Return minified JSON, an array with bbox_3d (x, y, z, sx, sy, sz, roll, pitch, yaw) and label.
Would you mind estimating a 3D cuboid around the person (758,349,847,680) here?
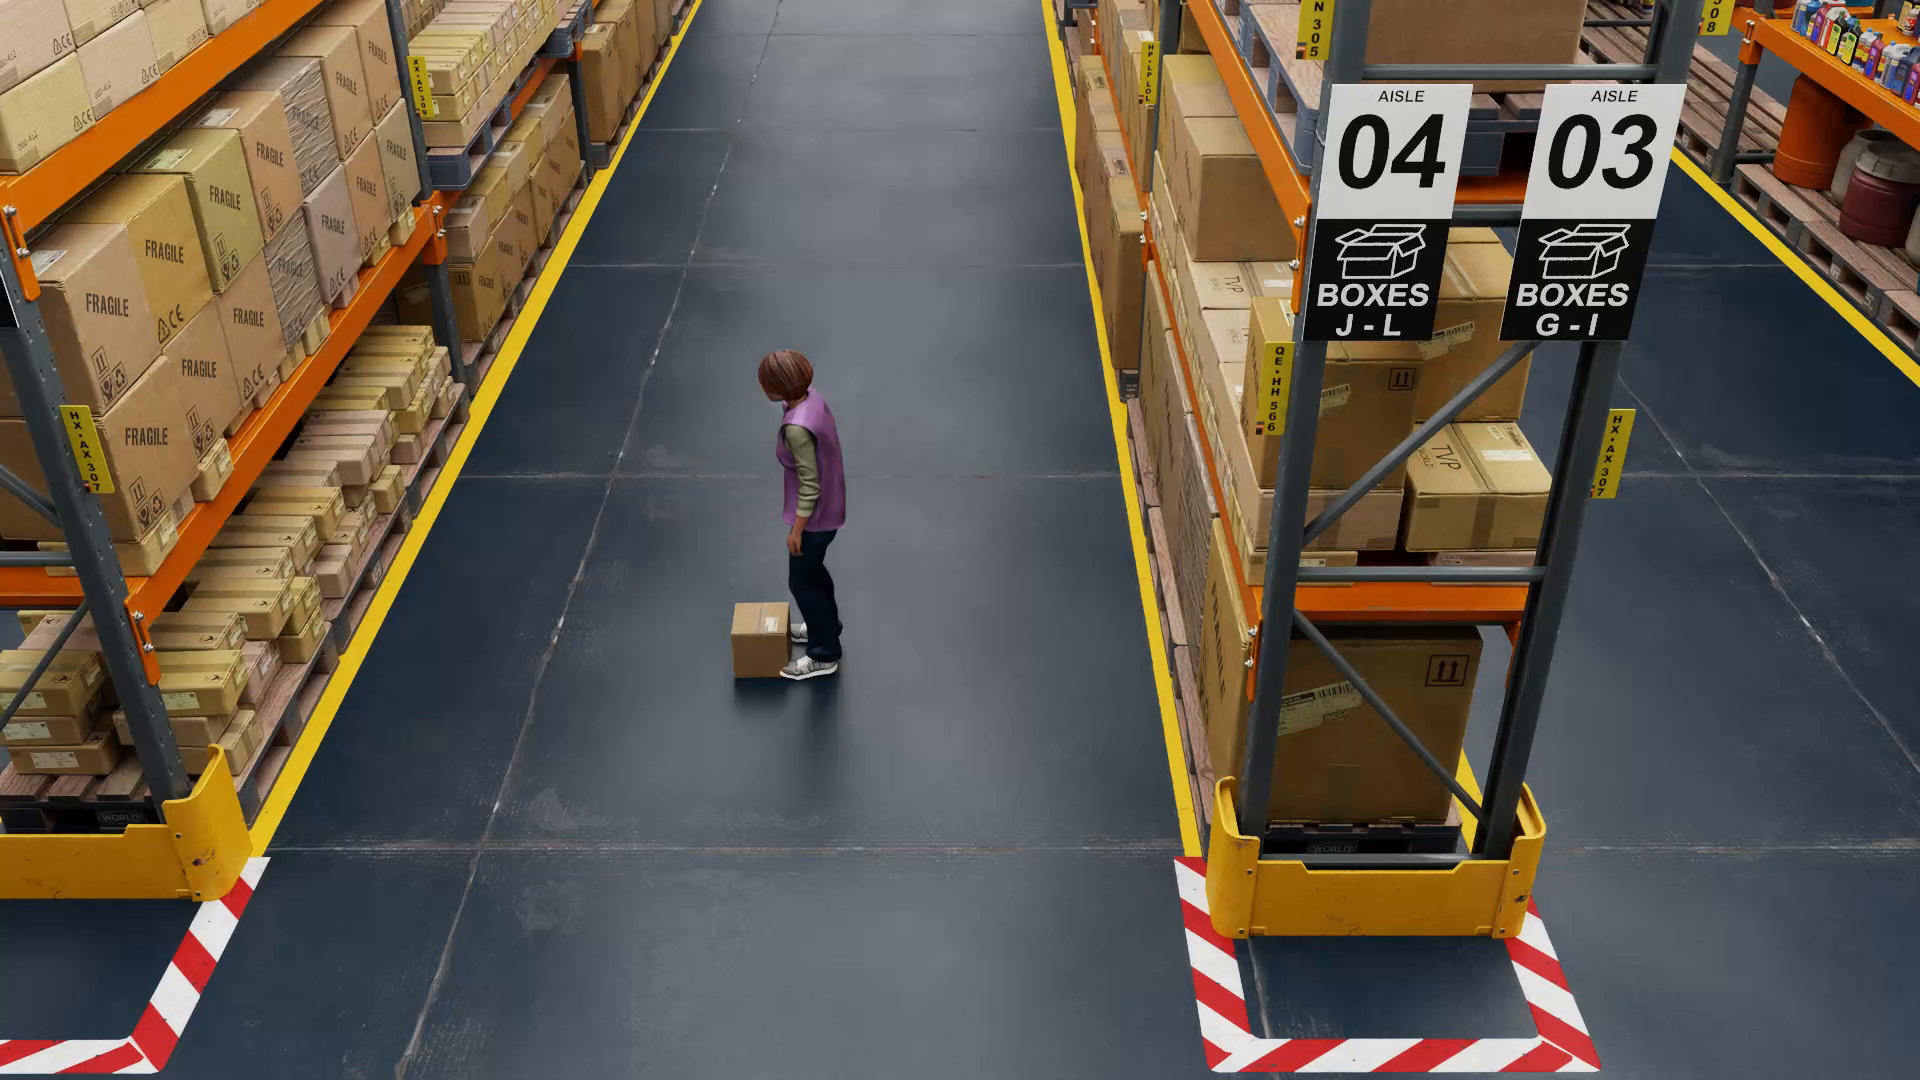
[{"bbox_3d":[-0.668,-0.115,7.331,0.344,1.592,0.460,0,32,0],"label":"person"}]
